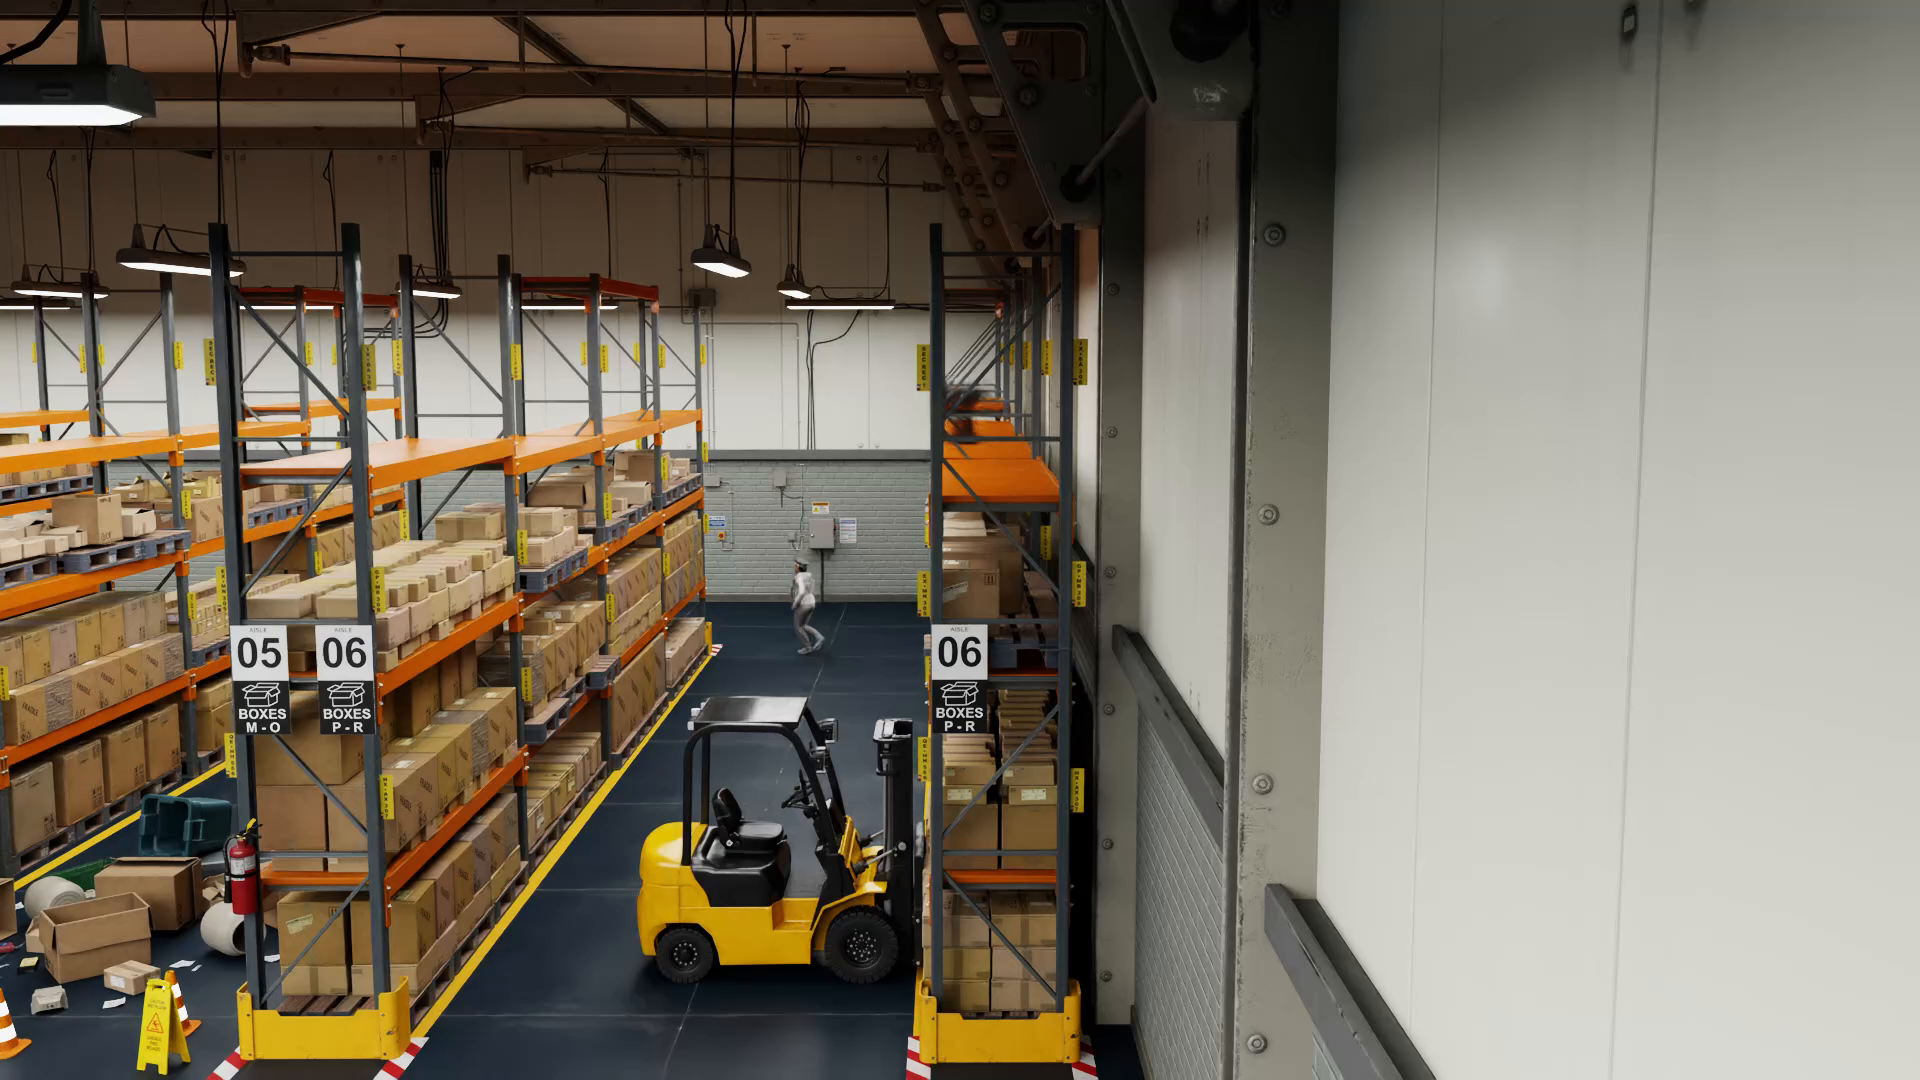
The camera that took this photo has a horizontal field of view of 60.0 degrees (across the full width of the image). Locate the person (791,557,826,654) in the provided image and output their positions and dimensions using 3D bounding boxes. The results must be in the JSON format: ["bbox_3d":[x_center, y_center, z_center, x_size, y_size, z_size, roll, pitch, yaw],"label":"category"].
[{"bbox_3d":[-2.545,1.112,27.896,0.557,1.635,0.603,4,8,29],"label":"person"}]
